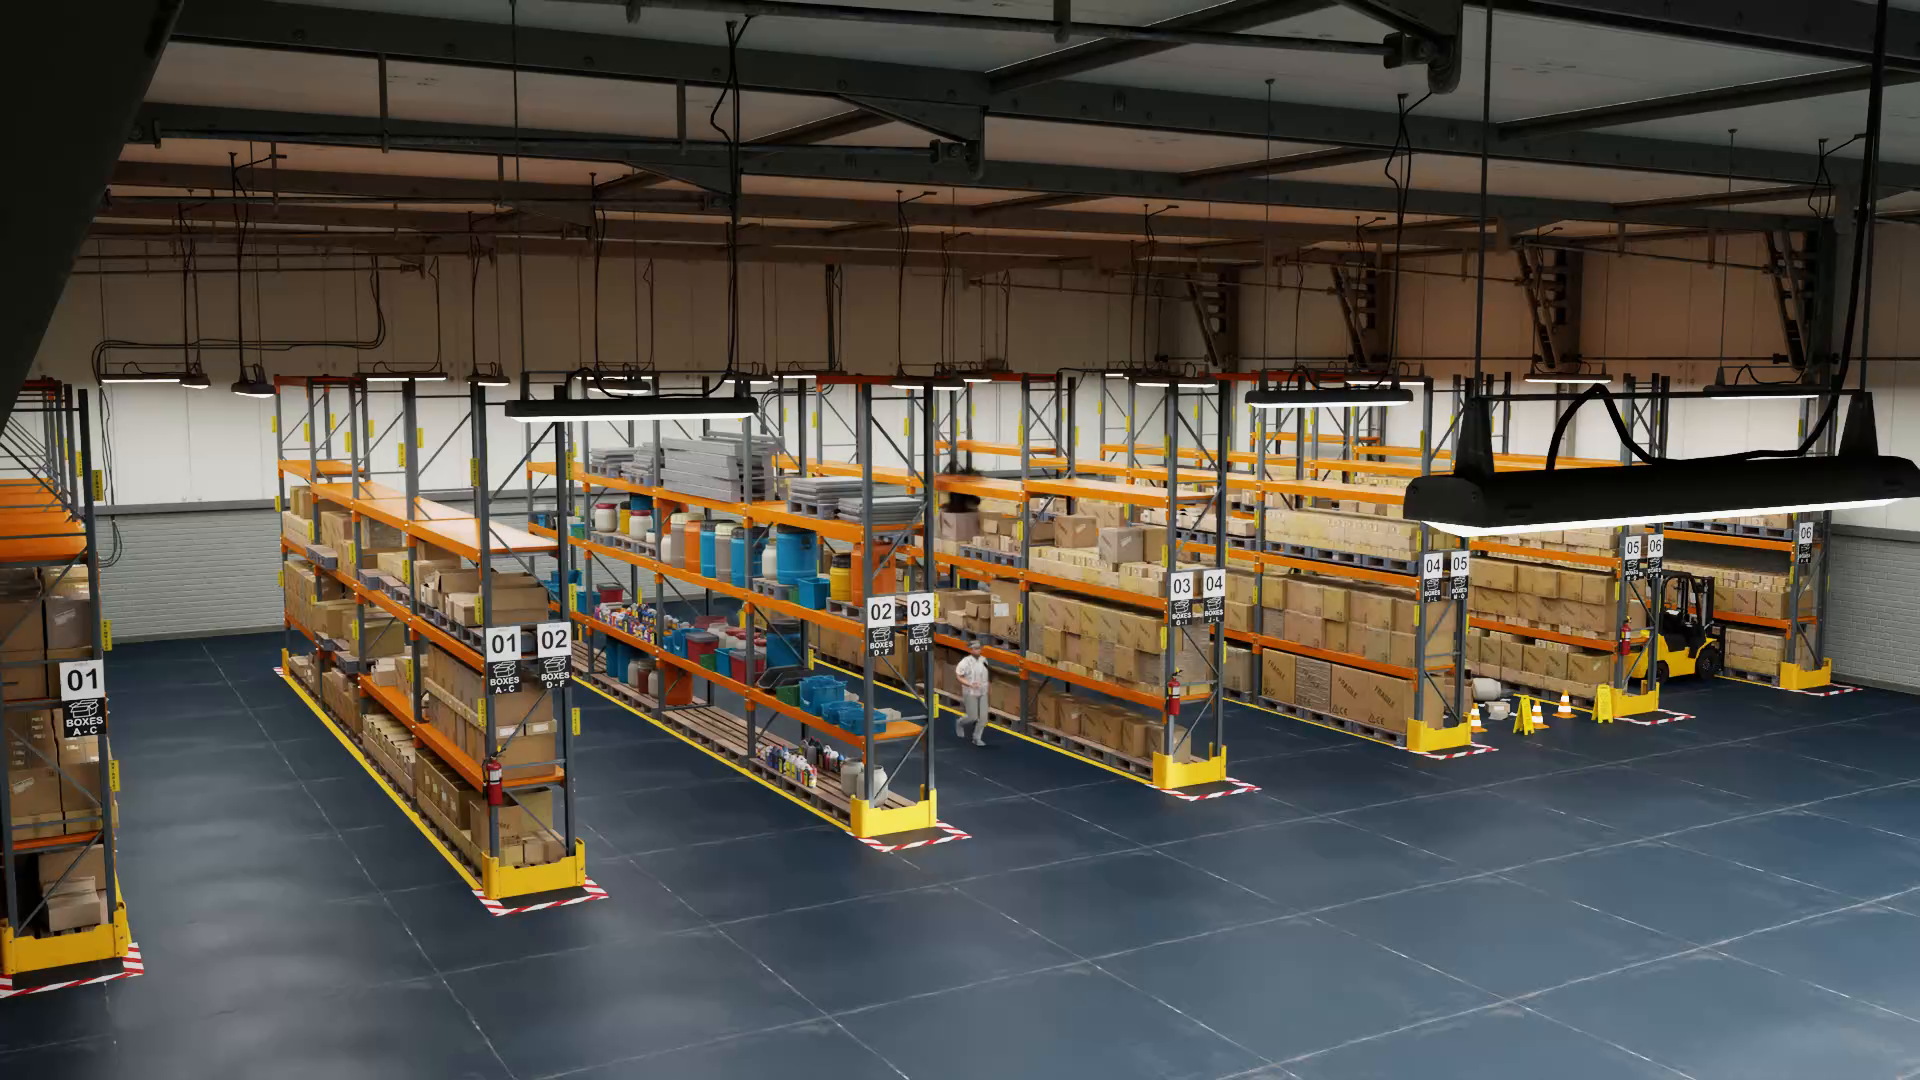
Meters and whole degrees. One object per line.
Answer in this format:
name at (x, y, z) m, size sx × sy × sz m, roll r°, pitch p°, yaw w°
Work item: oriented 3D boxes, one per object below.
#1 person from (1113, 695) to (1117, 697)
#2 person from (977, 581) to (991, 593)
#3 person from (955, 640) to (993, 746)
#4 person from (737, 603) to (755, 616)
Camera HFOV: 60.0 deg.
person at (3.123, 2.136, 30.651) m, size 0.604 × 1.663 × 0.900 m, roll -5°, pitch 8°, yaw -39°
person at (0.638, 0.838, 42.856) m, size 0.544 × 1.619 × 0.601 m, roll -4°, pitch 7°, yaw -31°
person at (0.227, 2.482, 27.276) m, size 0.664 × 1.742 × 0.678 m, roll -4°, pitch 8°, yaw -35°
person at (-4.876, 1.167, 39.564) m, size 0.829 × 1.670 × 0.660 m, roll -2°, pitch 7°, yaw -16°
